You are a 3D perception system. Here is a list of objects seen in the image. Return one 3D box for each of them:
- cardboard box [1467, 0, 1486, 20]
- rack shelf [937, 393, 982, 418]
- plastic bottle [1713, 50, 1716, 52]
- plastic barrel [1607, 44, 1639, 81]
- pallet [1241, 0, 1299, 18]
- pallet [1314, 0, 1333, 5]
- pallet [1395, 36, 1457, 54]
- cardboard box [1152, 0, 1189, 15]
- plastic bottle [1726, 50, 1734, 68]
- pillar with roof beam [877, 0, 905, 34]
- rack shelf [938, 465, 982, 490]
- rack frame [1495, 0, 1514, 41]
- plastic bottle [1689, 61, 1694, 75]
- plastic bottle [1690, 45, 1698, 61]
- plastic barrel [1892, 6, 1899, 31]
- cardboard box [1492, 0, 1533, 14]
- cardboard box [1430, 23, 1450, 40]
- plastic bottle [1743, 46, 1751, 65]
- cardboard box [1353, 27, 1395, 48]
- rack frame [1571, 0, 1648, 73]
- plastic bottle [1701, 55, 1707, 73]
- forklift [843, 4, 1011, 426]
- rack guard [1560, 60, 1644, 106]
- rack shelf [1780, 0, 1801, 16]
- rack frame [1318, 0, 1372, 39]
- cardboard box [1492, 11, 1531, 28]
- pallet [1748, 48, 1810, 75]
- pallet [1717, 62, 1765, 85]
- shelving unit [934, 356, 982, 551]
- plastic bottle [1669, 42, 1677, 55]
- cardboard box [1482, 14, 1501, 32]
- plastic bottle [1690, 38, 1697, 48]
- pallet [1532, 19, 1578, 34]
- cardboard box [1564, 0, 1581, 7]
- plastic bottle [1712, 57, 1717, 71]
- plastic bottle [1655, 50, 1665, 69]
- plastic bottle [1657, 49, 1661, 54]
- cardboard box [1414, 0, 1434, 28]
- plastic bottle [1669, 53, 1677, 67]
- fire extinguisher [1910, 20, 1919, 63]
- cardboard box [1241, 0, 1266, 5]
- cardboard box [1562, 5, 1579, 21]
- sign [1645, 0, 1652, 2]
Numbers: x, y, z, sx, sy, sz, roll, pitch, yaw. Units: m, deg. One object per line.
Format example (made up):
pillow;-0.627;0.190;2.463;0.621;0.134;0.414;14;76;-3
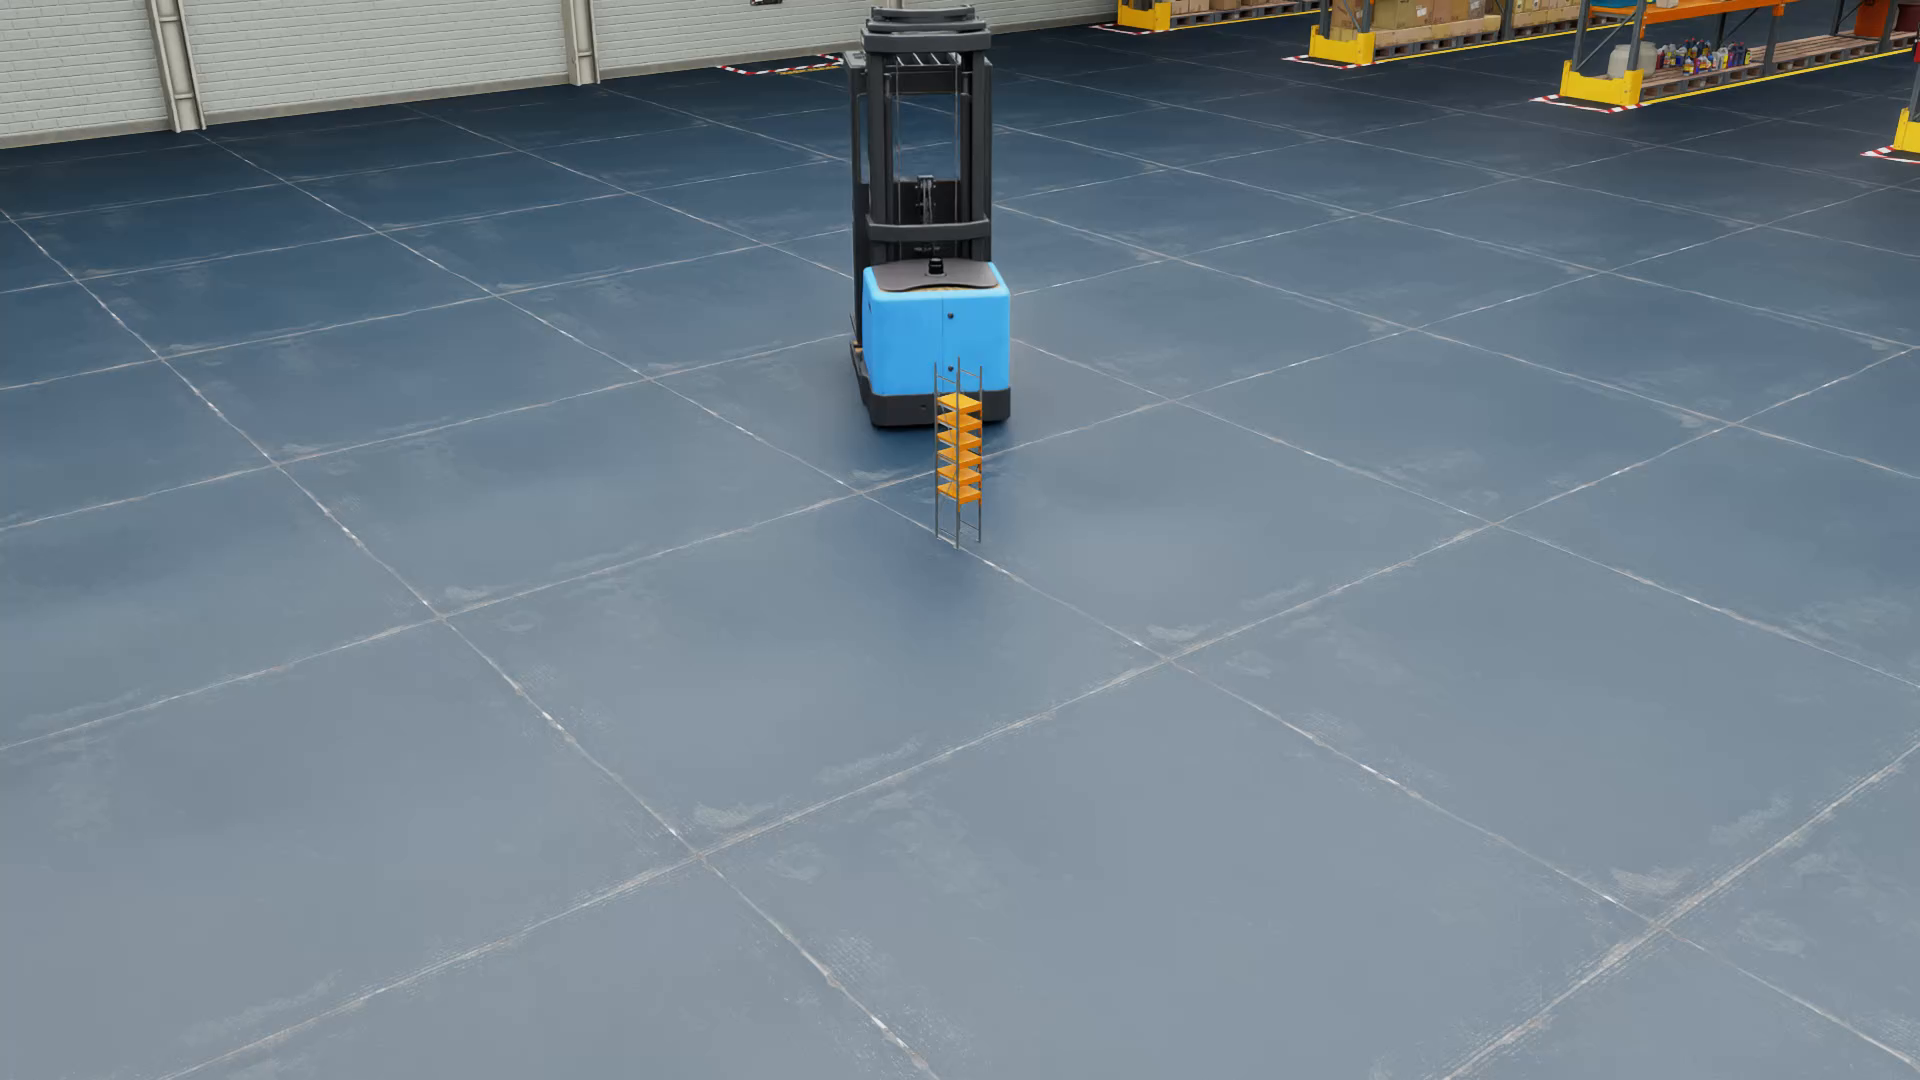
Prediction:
cardboard box;9.055;-9.614;29.779;0.500;0.500;0.500;-18;31;-34
rack shelf;-0.011;-0.827;10.356;0.180;0.103;0.258;-18;31;-34
plastic bottle;11.922;-7.606;26.280;0.133;0.283;0.061;-18;31;-34
plastic barrel;10.063;-7.227;25.215;0.421;0.512;0.421;0;25;0
pallet;6.120;-10.839;33.853;1.213;0.211;1.003;-18;31;-34
pallet;8.199;-11.546;35.378;1.213;0.211;1.003;-18;31;-34
pallet;8.074;-8.874;29.619;1.213;0.211;1.003;-18;31;-34
cardboard box;4.079;-10.381;32.225;0.500;0.311;0.500;-23;33;-40
plastic bottle;12.157;-7.607;26.281;0.133;0.283;0.061;-16;29;-31
pillar with roof beam;1.431;-11.456;24.744;0.400;9.000;9.100;-18;31;-34
rack shelf;-0.011;-0.391;10.559;0.180;0.103;0.258;-18;31;-34
rack frame;9.686;-10.650;30.134;0.127;3.000;1.000;-18;31;-34
plastic bottle;11.293;-7.294;25.704;0.097;0.201;0.097;0;25;0
plastic bottle;11.809;-7.820;26.755;0.097;0.271;0.097;0;25;0
plastic barrel;16.651;-9.418;29.936;0.421;0.512;0.421;0;25;0
cardboard box;10.165;-9.872;30.560;0.500;0.311;0.500;-18;30;-34
cardboard box;8.279;-9.009;29.365;0.500;0.250;0.500;-18;31;-34
plastic bottle;12.565;-7.741;26.571;0.133;0.283;0.061;-17;30;-32
cardboard box;7.098;-8.620;28.527;0.500;0.250;0.500;-18;31;-34
rack frame;9.592;-7.969;24.357;0.127;3.000;1.000;-18;31;-34
plastic bottle;11.560;-7.414;25.879;0.097;0.271;0.097;0;25;0
forklift;-0.329;-2.770;13.238;1.130;2.935;3.031;-3;25;-7
rack guard;9.623;-6.870;24.959;0.348;0.500;1.175;-18;31;-34
rack shelf;14.314;-9.201;27.867;4.000;0.370;1.077;-18;31;-34
rack frame;6.538;-9.611;27.895;0.127;3.000;1.000;-18;31;-34
cardboard box;10.156;-9.616;30.673;0.500;0.250;0.500;-19;31;-35
pallet;13.334;-7.960;27.650;1.213;0.211;1.003;-18;31;-34
pallet;12.185;-7.582;26.837;1.213;0.211;1.003;-18;31;-34
shelving unit;-0.011;-0.540;10.489;0.189;1.200;0.258;-18;31;-34
plastic bottle;11.365;-7.774;26.562;0.185;0.351;0.144;-19;31;-34
cardboard box;9.456;-9.400;30.209;0.500;0.250;0.500;-18;31;-34
plastic bottle;11.848;-7.934;26.905;0.185;0.351;0.144;-17;30;-33
pallet;11.203;-9.908;31.848;1.213;0.211;1.003;-18;31;-34
cardboard box;11.374;-10.272;31.421;0.500;0.311;0.500;-17;30;-33
plastic bottle;11.799;-7.461;26.064;0.097;0.201;0.097;0;25;0
plastic bottle;11.048;-7.580;26.223;0.133;0.283;0.061;-18;31;-34
plastic bottle;10.982;-7.612;26.300;0.135;0.276;0.152;-18;30;-34
cardboard box;7.876;-9.224;28.939;0.500;0.500;0.500;-18;31;-34
plastic bottle;11.328;-7.629;26.428;0.097;0.201;0.097;0;25;0
fire extinguisher;12.274;-6.416;21.103;0.183;0.674;0.296;-18;31;-34
cardboard box;5.834;-11.073;33.492;0.500;0.500;0.500;-21;32;-38
cardboard box;11.366;-10.015;31.534;0.500;0.250;0.500;-18;30;-33
sign;9.928;-7.911;23.904;0.005;0.325;0.100;-18;31;-34
